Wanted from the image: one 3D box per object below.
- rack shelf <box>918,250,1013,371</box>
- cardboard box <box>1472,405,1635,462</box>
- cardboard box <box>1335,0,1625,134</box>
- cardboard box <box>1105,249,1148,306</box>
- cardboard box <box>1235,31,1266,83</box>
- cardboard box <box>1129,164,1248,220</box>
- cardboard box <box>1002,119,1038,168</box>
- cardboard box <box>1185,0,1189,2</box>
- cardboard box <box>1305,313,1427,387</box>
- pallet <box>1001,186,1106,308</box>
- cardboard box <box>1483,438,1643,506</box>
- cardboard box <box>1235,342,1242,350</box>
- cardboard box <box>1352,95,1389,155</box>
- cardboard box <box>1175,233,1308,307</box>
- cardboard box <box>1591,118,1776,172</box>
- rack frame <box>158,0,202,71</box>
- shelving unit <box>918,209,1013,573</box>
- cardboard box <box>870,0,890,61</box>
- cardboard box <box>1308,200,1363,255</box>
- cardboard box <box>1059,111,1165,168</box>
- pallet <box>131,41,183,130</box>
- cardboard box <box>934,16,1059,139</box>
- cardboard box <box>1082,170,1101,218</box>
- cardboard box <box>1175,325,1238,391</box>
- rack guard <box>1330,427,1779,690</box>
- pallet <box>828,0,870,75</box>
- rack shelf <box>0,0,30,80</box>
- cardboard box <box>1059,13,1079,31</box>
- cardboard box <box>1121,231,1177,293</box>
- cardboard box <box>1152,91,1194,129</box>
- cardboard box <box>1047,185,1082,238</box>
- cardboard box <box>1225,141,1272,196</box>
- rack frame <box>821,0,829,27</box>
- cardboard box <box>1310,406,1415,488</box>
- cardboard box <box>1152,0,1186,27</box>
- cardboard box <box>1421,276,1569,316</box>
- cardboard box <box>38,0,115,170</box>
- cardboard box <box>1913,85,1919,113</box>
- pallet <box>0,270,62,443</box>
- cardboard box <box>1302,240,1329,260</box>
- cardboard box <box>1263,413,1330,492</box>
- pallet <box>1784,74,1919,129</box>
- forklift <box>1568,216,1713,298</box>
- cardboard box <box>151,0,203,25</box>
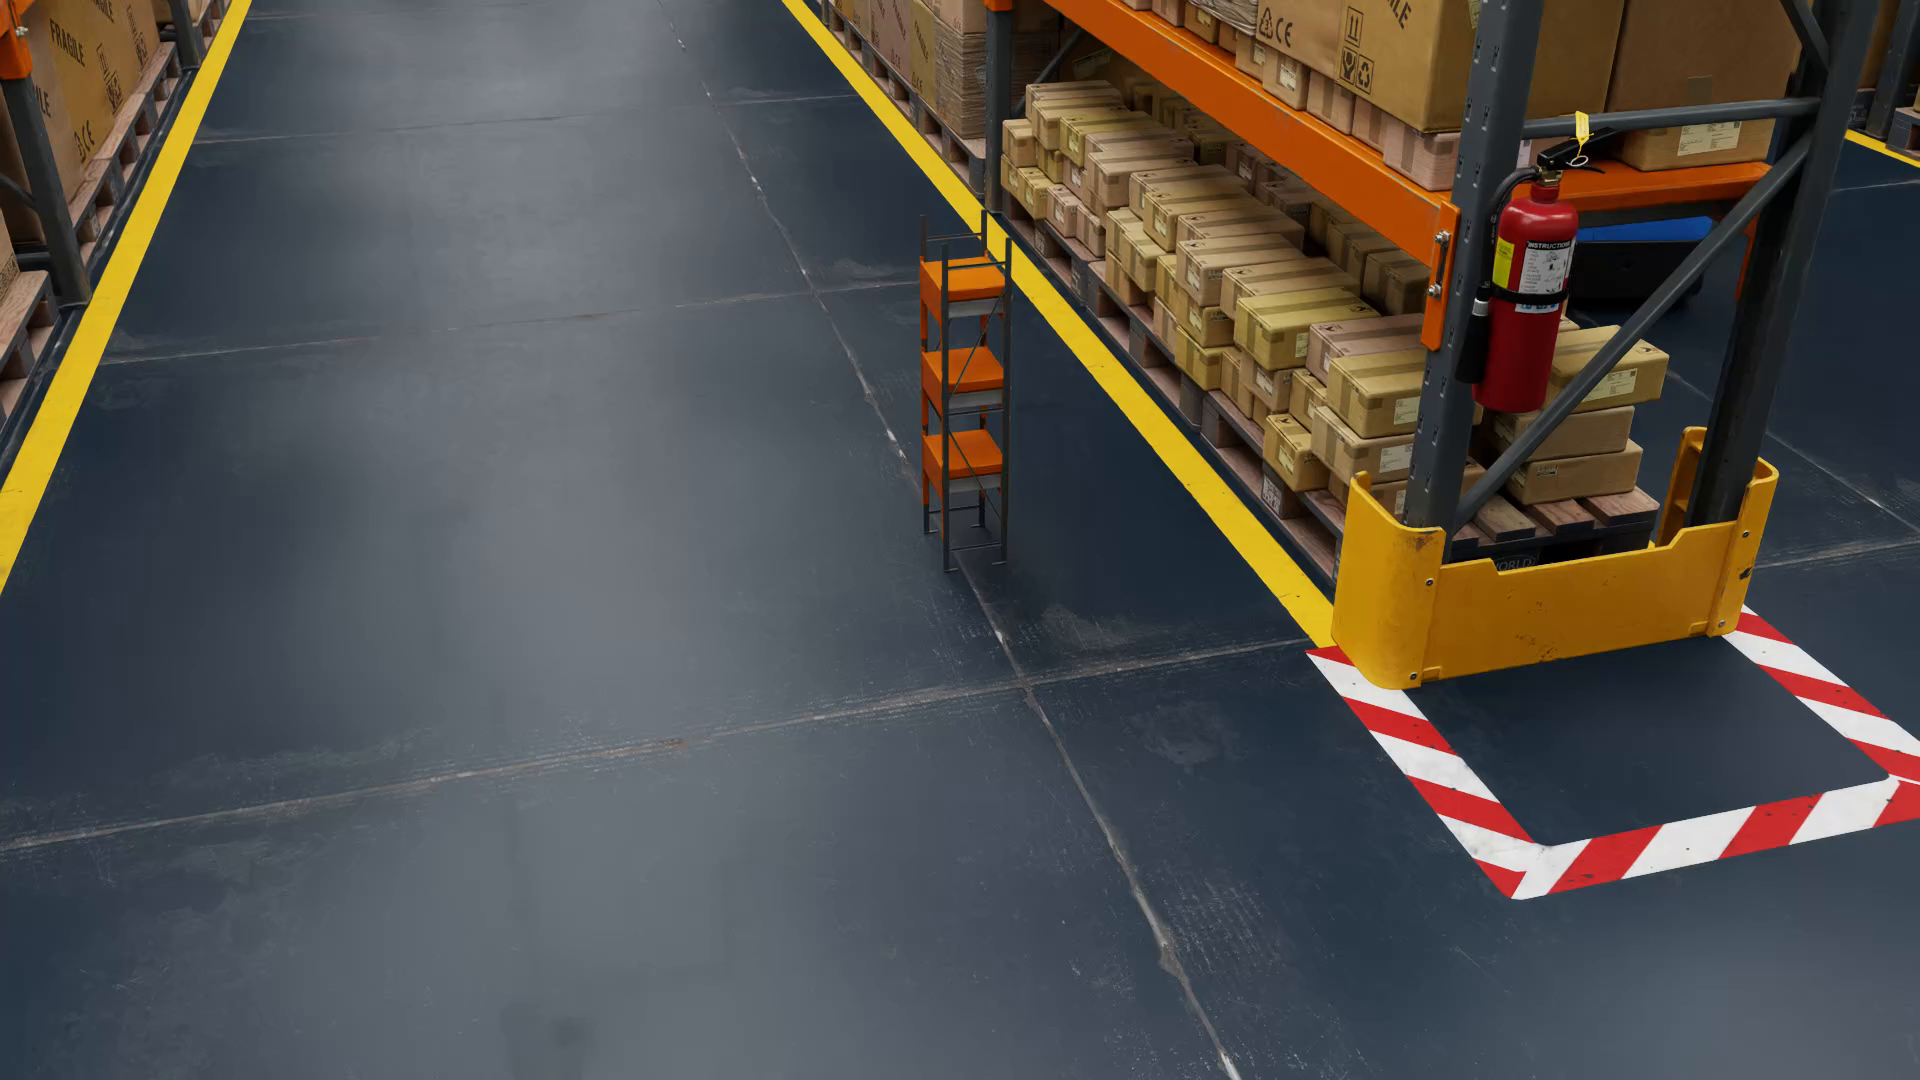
[{"bbox_3d":[0.014,-0.665,4.806,0.215,0.259,0.240,-8,31,-13],"label":"rack shelf"},{"bbox_3d":[1.788,-0.368,5.022,0.380,0.149,0.250,-7,31,-11],"label":"cardboard box"},{"bbox_3d":[1.312,-1.359,4.207,0.500,0.500,0.500,-7,31,-12],"label":"cardboard box"},{"bbox_3d":[0.788,-1.044,6.487,0.380,0.149,0.250,-9,31,-15],"label":"cardboard box"},{"bbox_3d":[1.077,-1.511,5.117,0.380,0.149,0.250,-9,31,-15],"label":"cardboard box"},{"bbox_3d":[0.872,-1.314,6.358,0.380,0.149,0.250,-9,31,-15],"label":"cardboard box"},{"bbox_3d":[0.405,-1.795,7.487,0.380,0.149,0.250,-6,31,-11],"label":"cardboard box"},{"bbox_3d":[0.914,-2.094,5.478,0.500,0.500,0.500,-6,31,-11],"label":"cardboard box"},{"bbox_3d":[1.283,-0.561,5.057,0.380,0.149,0.250,-7,31,-12],"label":"cardboard box"},{"bbox_3d":[0.830,-1.410,7.475,1.003,0.211,1.213,-8,31,-13],"label":"pallet"},{"bbox_3d":[1.849,-0.248,5.111,0.380,0.149,0.250,-7,31,-12],"label":"cardboard box"},{"bbox_3d":[1.152,-0.692,5.581,0.380,0.149,0.250,-8,31,-14],"label":"cardboard box"},{"bbox_3d":[1.290,-1.141,4.477,0.380,0.149,0.250,-8,31,-13],"label":"cardboard box"},{"bbox_3d":[0.959,-0.925,5.686,0.380,0.149,0.250,-7,31,-11],"label":"cardboard box"},{"bbox_3d":[1.909,-1.096,4.399,0.380,0.149,0.250,-8,31,-14],"label":"cardboard box"},{"bbox_3d":[-5.190,-4.161,9.445,1.000,3.000,0.127,-8,31,-13],"label":"rack frame"},{"bbox_3d":[0.014,-0.429,4.942,0.215,1.050,0.252,-8,31,-13],"label":"shelving unit"},{"bbox_3d":[-0.225,-3.103,9.693,0.500,0.500,0.500,-9,31,-15],"label":"cardboard box"},{"bbox_3d":[1.499,-1.141,6.060,0.380,0.149,0.250,-7,31,-13],"label":"cardboard box"},{"bbox_3d":[0.640,-1.691,7.010,0.380,0.149,0.250,-8,31,-14],"label":"cardboard box"},{"bbox_3d":[-5.053,-2.564,9.468,1.003,0.211,1.213,-8,31,-13],"label":"pallet"},{"bbox_3d":[0.178,-2.360,8.409,0.500,0.500,0.500,-8,31,-14],"label":"cardboard box"},{"bbox_3d":[0.727,-1.441,6.876,0.380,0.149,0.250,-9,31,-16],"label":"cardboard box"},{"bbox_3d":[0.979,-0.661,5.824,0.380,0.149,0.250,-9,31,-15],"label":"cardboard box"},{"bbox_3d":[1.659,0.041,4.681,1.175,0.500,0.348,-8,31,-13],"label":"rack guard"},{"bbox_3d":[-0.238,-3.284,10.713,1.003,0.211,1.213,-8,31,-13],"label":"pallet"},{"bbox_3d":[-3.597,-0.952,4.619,1.077,0.370,4.000,-8,31,-13],"label":"rack shelf"},{"bbox_3d":[0.676,-2.753,8.339,0.500,0.250,0.500,-9,31,-15],"label":"cardboard box"},{"bbox_3d":[0.824,-1.053,6.204,0.380,0.149,0.250,-8,31,-13],"label":"cardboard box"},{"bbox_3d":[1.069,-1.886,7.347,0.380,0.149,0.250,-7,31,-13],"label":"cardboard box"},{"bbox_3d":[0.591,-1.424,7.142,0.380,0.149,0.250,-8,31,-14],"label":"cardboard box"},{"bbox_3d":[1.296,-1.513,6.702,0.380,0.149,0.250,-9,31,-16],"label":"cardboard box"},{"bbox_3d":[-0.444,-4.868,10.666,1.000,3.000,0.127,-8,31,-13],"label":"rack frame"},{"bbox_3d":[1.264,-0.298,4.900,0.380,0.149,0.250,-9,31,-15],"label":"cardboard box"},{"bbox_3d":[0.889,-1.894,5.779,0.380,0.149,0.250,-7,31,-11],"label":"cardboard box"},{"bbox_3d":[1.735,-0.764,5.408,0.380,0.149,0.250,-8,31,-13],"label":"cardboard box"},{"bbox_3d":[-4.617,-2.216,7.785,0.875,0.875,0.875,-7,31,-12],"label":"cardboard box"},{"bbox_3d":[5.524,-2.480,8.242,0.875,0.875,0.875,-8,31,-13],"label":"cardboard box"},{"bbox_3d":[-4.002,-0.645,6.153,1.003,0.211,1.213,-8,31,-13],"label":"pallet"},{"bbox_3d":[1.382,-0.994,6.102,0.380,0.149,0.250,-6,31,-11],"label":"cardboard box"},{"bbox_3d":[1.172,-0.290,5.183,0.380,0.149,0.250,-7,31,-12],"label":"cardboard box"},{"bbox_3d":[5.149,-2.703,9.709,1.003,0.211,1.213,-8,31,-13],"label":"pallet"},{"bbox_3d":[2.506,-2.958,7.434,1.130,2.935,3.031,-1,30,-2],"label":"forklift"},{"bbox_3d":[-5.330,-3.480,10.472,0.950,0.372,0.625,-10,32,-17],"label":"cardboard box"}]
